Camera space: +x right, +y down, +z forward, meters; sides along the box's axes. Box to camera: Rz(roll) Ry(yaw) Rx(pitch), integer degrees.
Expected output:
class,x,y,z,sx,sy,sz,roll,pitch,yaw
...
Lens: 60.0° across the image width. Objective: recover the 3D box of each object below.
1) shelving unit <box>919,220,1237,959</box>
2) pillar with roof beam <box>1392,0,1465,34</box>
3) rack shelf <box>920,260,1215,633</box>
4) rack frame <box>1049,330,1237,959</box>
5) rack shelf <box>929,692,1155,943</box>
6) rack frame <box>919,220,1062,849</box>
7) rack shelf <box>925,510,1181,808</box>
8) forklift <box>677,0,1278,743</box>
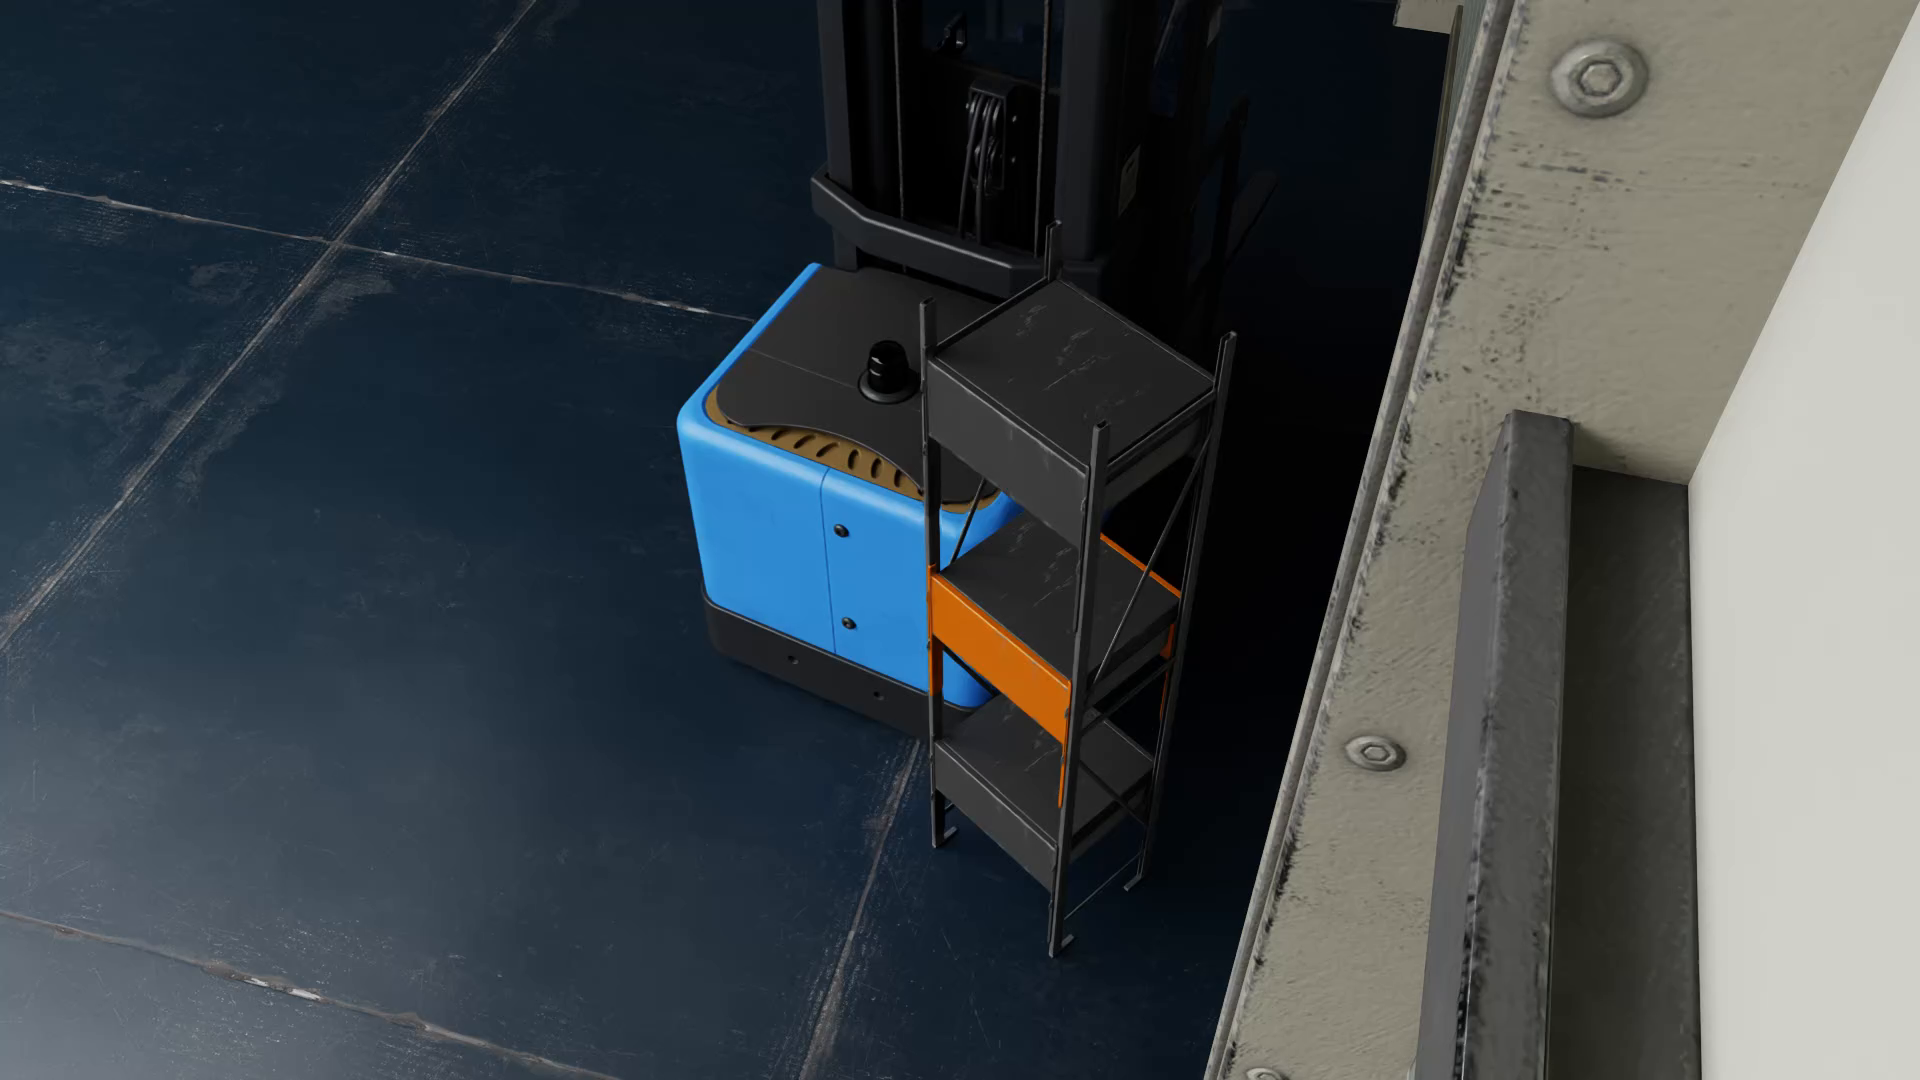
class,x,y,z,sx,sy,sz,roll,pitch,yaw
shelving unit,0.235,0.249,4.129,0.431,2.100,0.503,-35,57,-27
pillar with roof beam,-1.895,-6.388,5.386,9.100,9.000,0.400,12,50,10
rack shelf,0.235,-0.205,3.615,0.431,0.518,0.480,-35,57,-27
rack frame,0.402,0.383,4.012,0.400,2.100,0.015,-35,57,-27
rack shelf,0.235,0.722,4.664,0.431,0.518,0.480,-35,57,-27
rack frame,0.068,0.116,4.247,0.400,2.100,0.015,-35,57,-27
rack shelf,0.235,0.258,4.140,0.431,0.518,0.480,-35,57,-27
forklift,0.308,-1.421,5.049,1.130,2.935,3.031,21,52,18
